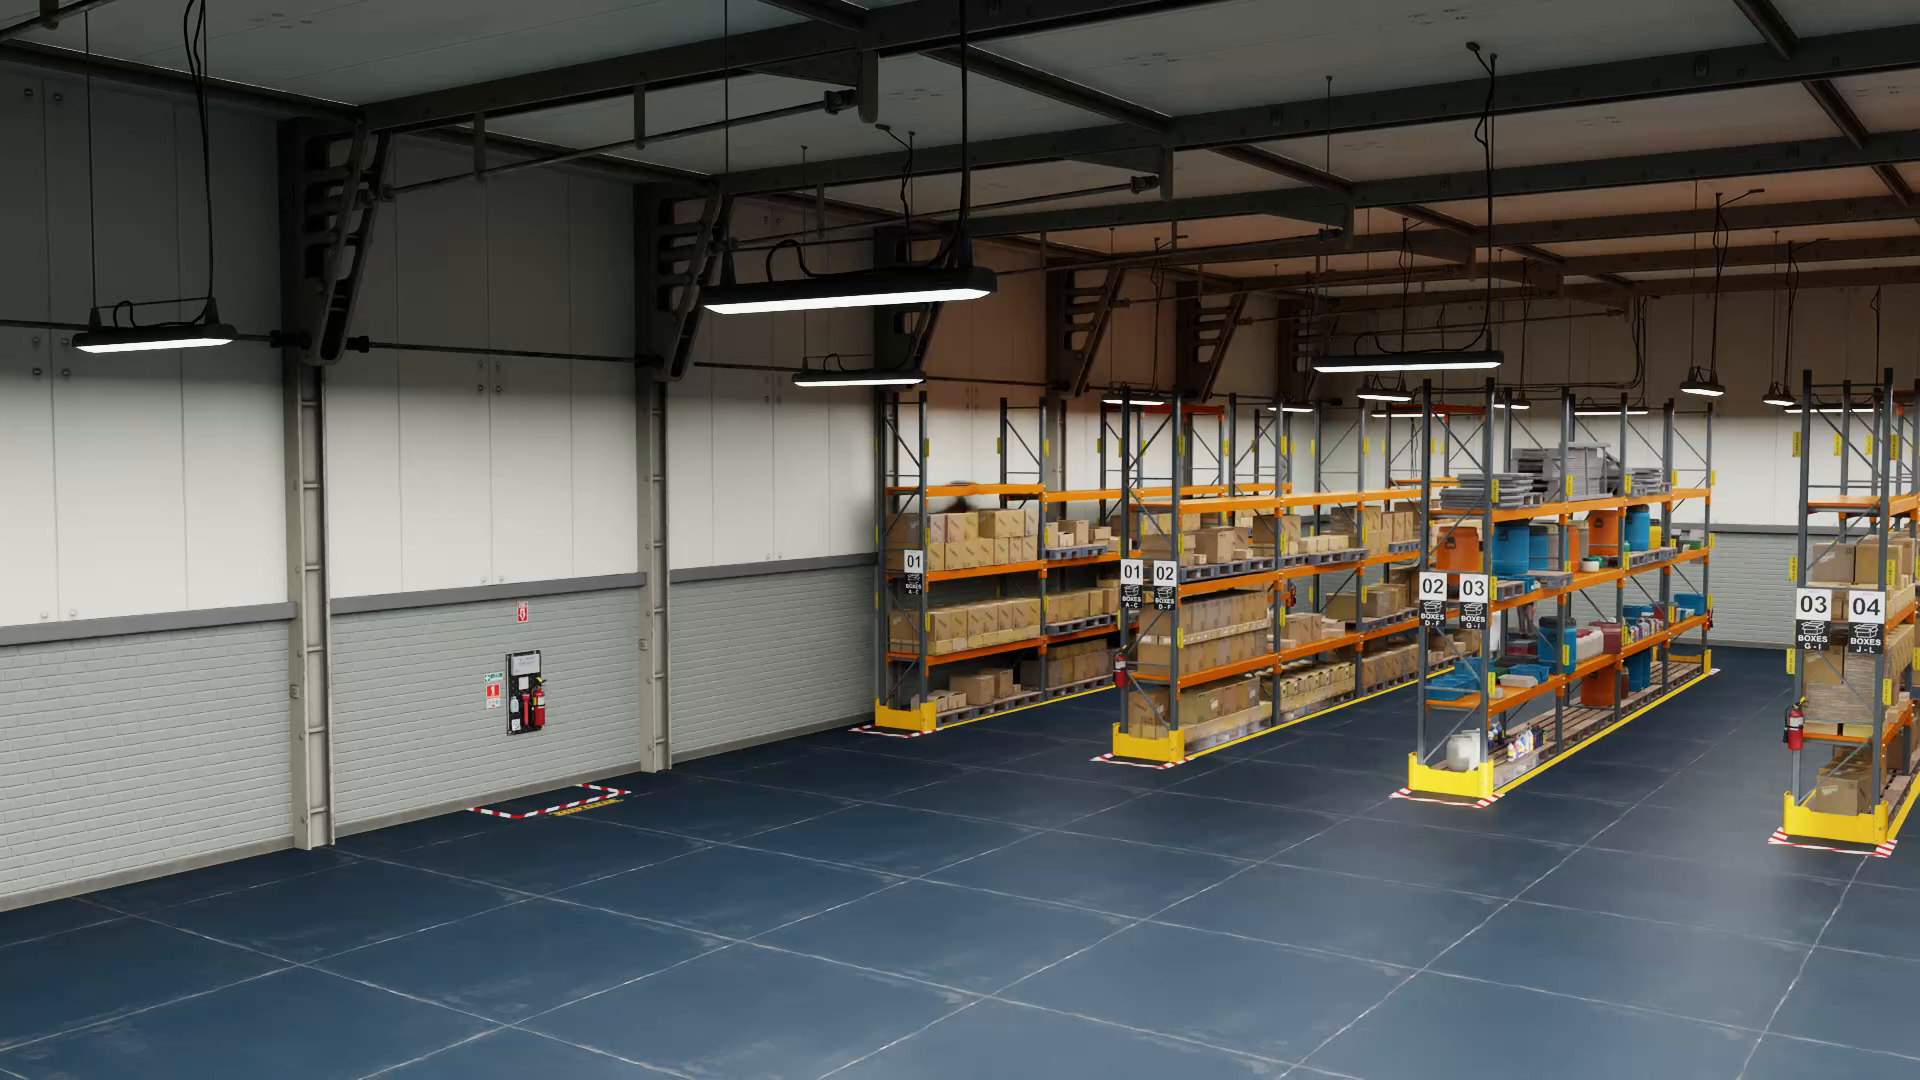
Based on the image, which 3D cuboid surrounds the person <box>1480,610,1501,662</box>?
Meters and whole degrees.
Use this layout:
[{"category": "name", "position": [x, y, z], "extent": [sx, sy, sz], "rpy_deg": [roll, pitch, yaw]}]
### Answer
[{"category": "person", "position": [11.338, 2.134, 35.561], "extent": [0.599, 1.799, 0.439], "rpy_deg": [-3, 4, -43]}]

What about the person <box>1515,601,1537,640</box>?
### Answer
[{"category": "person", "position": [14.776, 1.790, 43.397], "extent": [0.557, 1.662, 0.588], "rpy_deg": [1, 3, 19]}]
